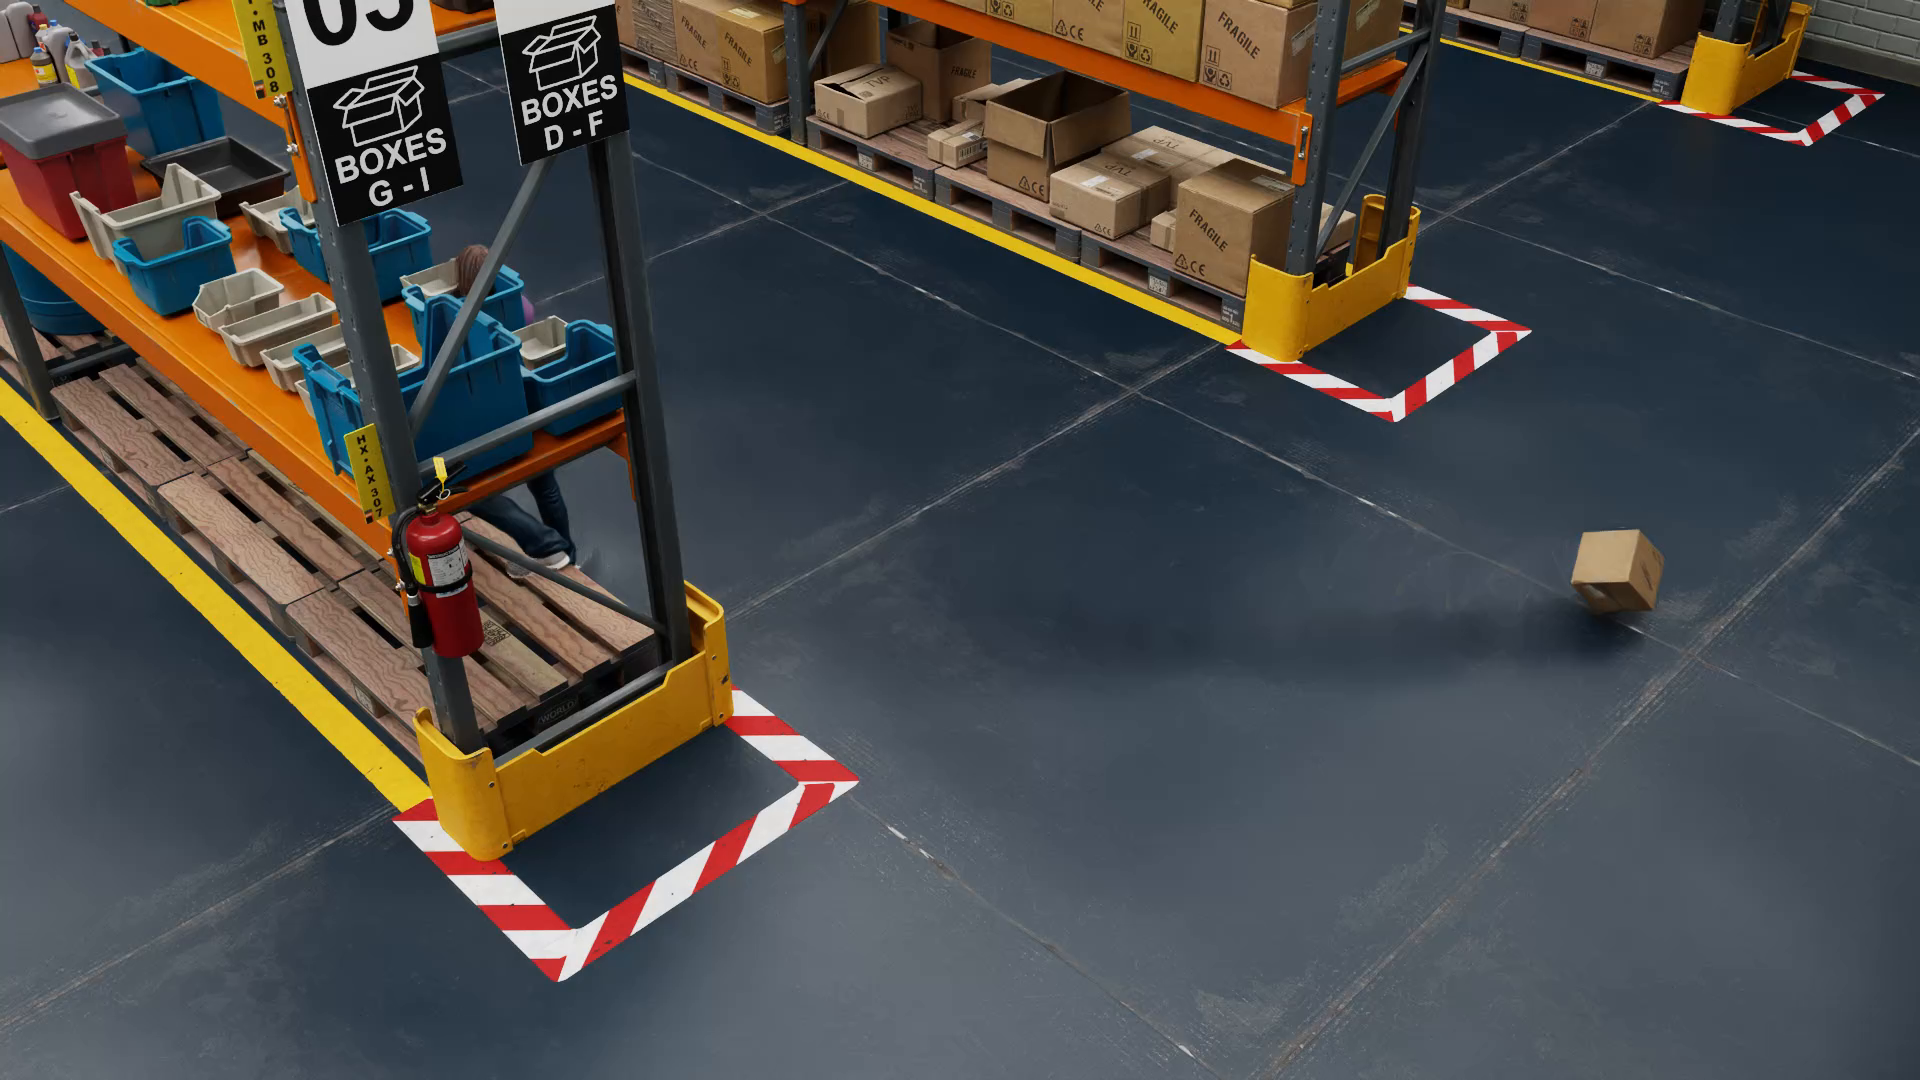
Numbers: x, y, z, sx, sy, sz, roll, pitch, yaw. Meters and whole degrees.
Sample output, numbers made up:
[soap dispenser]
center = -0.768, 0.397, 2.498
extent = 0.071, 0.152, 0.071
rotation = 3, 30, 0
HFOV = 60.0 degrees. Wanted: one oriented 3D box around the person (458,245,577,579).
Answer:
[person]
center = -1.802, -0.452, 6.755
extent = 0.433, 1.601, 0.483
rotation = 20, 41, 26
